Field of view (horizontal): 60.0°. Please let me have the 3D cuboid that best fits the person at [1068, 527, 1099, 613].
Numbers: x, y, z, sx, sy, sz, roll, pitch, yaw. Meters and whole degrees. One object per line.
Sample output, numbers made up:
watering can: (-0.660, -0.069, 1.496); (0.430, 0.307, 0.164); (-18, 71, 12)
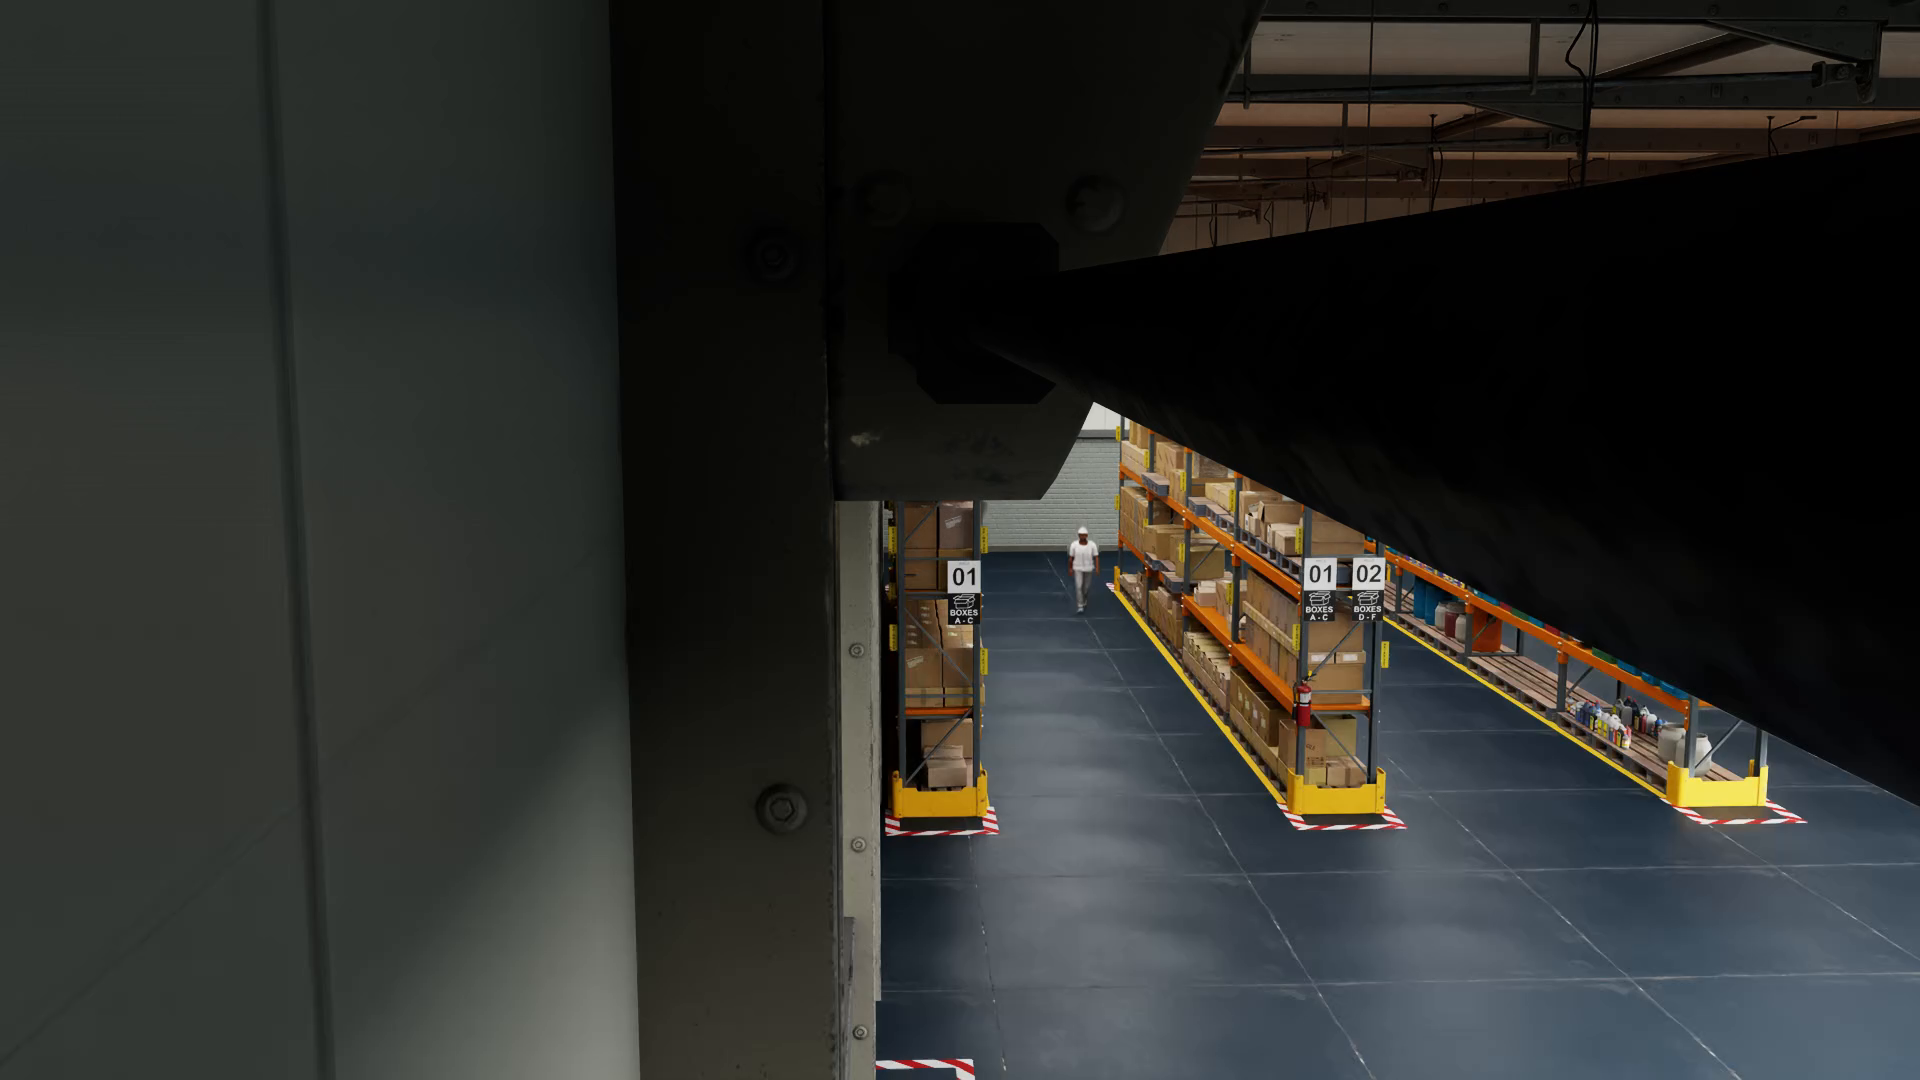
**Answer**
person: (2.527, 0.601, 33.885); (0.602, 1.718, 1.058); (-1, 8, -4)
